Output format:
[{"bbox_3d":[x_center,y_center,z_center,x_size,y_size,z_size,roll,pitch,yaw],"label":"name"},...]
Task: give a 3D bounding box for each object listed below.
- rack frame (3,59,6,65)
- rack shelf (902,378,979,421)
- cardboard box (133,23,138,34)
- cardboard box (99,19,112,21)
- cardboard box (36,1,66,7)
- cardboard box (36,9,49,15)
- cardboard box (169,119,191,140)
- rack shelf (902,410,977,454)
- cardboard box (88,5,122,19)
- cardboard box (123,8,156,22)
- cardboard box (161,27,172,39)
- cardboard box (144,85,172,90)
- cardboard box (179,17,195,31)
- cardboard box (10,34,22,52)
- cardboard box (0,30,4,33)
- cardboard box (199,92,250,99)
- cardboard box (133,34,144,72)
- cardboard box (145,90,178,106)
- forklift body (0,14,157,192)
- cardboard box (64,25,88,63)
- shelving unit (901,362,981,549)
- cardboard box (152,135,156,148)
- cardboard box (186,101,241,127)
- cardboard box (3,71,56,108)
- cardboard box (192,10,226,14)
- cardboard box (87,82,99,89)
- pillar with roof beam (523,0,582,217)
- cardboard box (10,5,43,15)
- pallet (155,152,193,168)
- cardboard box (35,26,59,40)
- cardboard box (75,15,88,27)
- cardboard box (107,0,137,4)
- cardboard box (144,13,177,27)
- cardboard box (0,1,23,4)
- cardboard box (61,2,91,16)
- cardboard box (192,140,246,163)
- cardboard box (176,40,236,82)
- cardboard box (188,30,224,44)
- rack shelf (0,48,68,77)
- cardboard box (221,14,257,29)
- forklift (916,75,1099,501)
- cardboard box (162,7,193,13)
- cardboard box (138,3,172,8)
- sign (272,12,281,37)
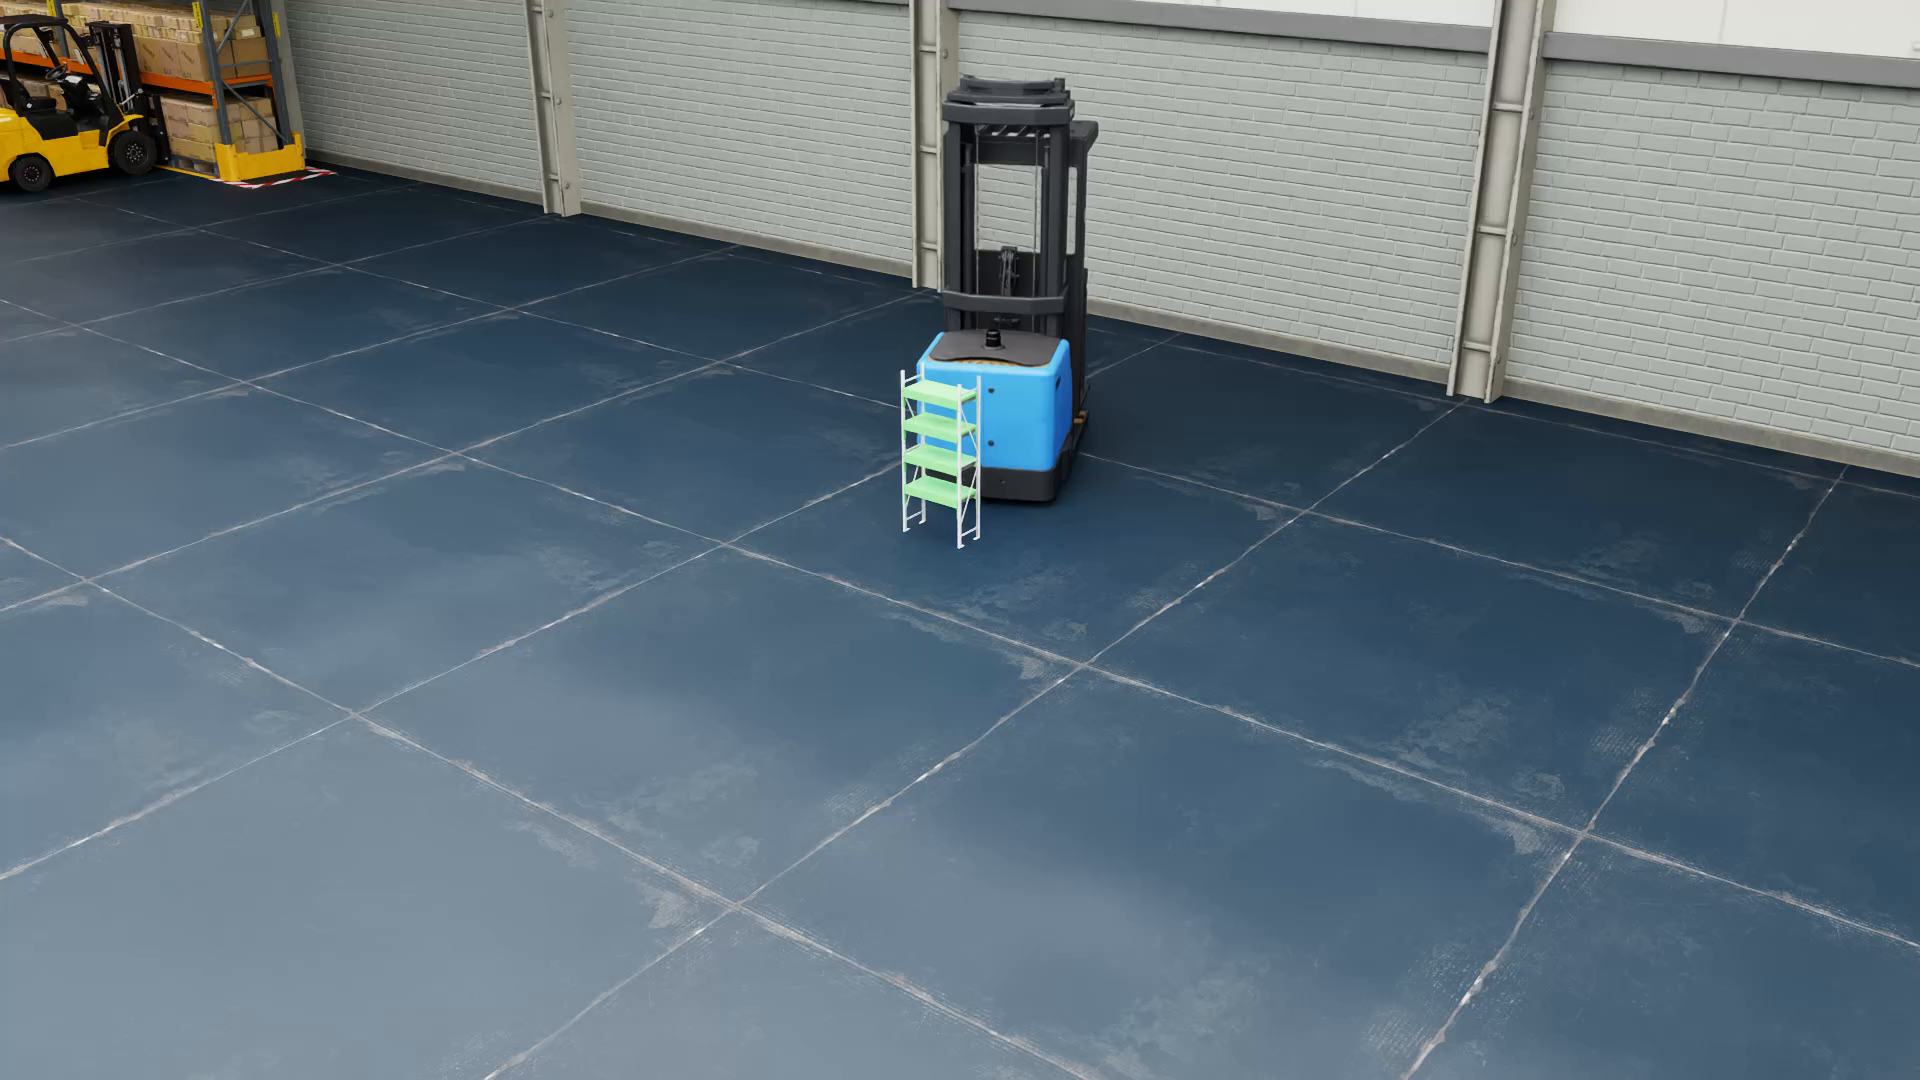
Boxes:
[{"bbox_3d":[-16.252,-8.484,27.286,0.127,3.000,1.000,17,29,33],"label":"rack frame"},{"bbox_3d":[-0.132,-0.970,11.431,0.480,0.148,0.258,17,29,33],"label":"rack shelf"},{"bbox_3d":[-11.483,-7.278,23.619,0.250,0.149,0.380,17,29,33],"label":"cardboard box"},{"bbox_3d":[-12.159,-7.434,23.974,0.250,0.149,0.380,16,29,33],"label":"cardboard box"},{"bbox_3d":[-14.193,-8.339,26.028,0.250,0.149,0.380,17,29,33],"label":"cardboard box"},{"bbox_3d":[-13.675,-7.927,25.093,0.250,0.149,0.380,16,29,33],"label":"cardboard box"},{"bbox_3d":[-10.823,-5.854,23.586,0.500,0.250,0.500,16,29,33],"label":"cardboard box"},{"bbox_3d":[-0.132,-0.750,11.528,0.480,0.148,0.258,17,29,33],"label":"rack shelf"},{"bbox_3d":[-12.357,-7.635,24.060,0.250,0.149,0.380,18,29,34],"label":"cardboard box"},{"bbox_3d":[-11.686,-7.483,23.715,0.250,0.149,0.380,17,29,33],"label":"cardboard box"},{"bbox_3d":[-10.881,-7.084,23.180,0.250,0.149,0.380,17,29,33],"label":"cardboard box"},{"bbox_3d":[-11.731,-6.608,24.676,0.500,0.250,0.500,17,29,34],"label":"cardboard box"},{"bbox_3d":[-10.480,-7.097,22.839,0.250,0.149,0.380,17,29,33],"label":"cardboard box"},{"bbox_3d":[-14.396,-7.736,25.773,0.500,0.250,0.500,17,29,34],"label":"cardboard box"},{"bbox_3d":[-14.812,-8.089,25.955,0.500,0.250,0.500,17,29,34],"label":"cardboard box"},{"bbox_3d":[-10.524,-6.238,23.837,0.500,0.250,0.500,17,29,33],"label":"cardboard box"},{"bbox_3d":[-11.631,-7.000,23.793,0.500,0.500,0.500,17,29,34],"label":"cardboard box"},{"bbox_3d":[-11.629,-6.317,24.017,0.500,0.250,0.500,16,28,32],"label":"cardboard box"},{"bbox_3d":[-12.462,-6.031,22.771,1.214,2.155,2.313,17,29,33],"label":"forklift body"},{"bbox_3d":[-12.853,-7.371,24.636,0.500,0.500,0.500,16,28,32],"label":"cardboard box"},{"bbox_3d":[-0.132,-0.589,11.599,0.503,1.200,0.258,17,29,33],"label":"shelving unit"},{"bbox_3d":[-11.632,-5.861,24.221,0.500,0.250,0.500,18,29,35],"label":"cardboard box"},{"bbox_3d":[-10.406,-5.952,23.188,0.500,0.250,0.500,18,29,35],"label":"cardboard box"},{"bbox_3d":[-14.695,-7.116,26.606,0.625,0.625,0.875,15,28,31],"label":"cardboard box"},{"bbox_3d":[-10.589,-7.377,23.475,0.250,0.149,0.380,17,29,34],"label":"cardboard box"},{"bbox_3d":[-12.853,-6.690,24.864,0.500,0.250,0.500,16,29,33],"label":"cardboard box"},{"bbox_3d":[-7.648,-6.914,16.283,0.400,9.000,9.100,17,29,33],"label":"pillar with roof beam"},{"bbox_3d":[-14.302,-8.108,25.503,0.250,0.149,0.380,16,28,32],"label":"cardboard box"},{"bbox_3d":[-11.460,-5.740,24.517,1.213,0.211,1.003,17,29,33],"label":"pallet"},{"bbox_3d":[-13.598,-7.714,25.102,0.500,0.250,0.500,16,28,32],"label":"cardboard box"},{"bbox_3d":[-12.746,-7.636,24.431,0.250,0.149,0.380,18,29,34],"label":"cardboard box"},{"bbox_3d":[-12.439,-7.942,24.758,0.250,0.149,0.380,16,28,32],"label":"cardboard box"},{"bbox_3d":[-11.135,-7.263,23.216,0.250,0.149,0.380,18,29,35],"label":"cardboard box"},{"bbox_3d":[-14.869,-8.314,25.972,0.250,0.149,0.380,17,29,33],"label":"cardboard box"},{"bbox_3d":[-12.974,-7.823,24.488,0.250,0.149,0.380,18,29,34],"label":"cardboard box"},{"bbox_3d":[-10.416,-5.495,23.392,0.500,0.250,0.500,17,29,34],"label":"cardboard box"},{"bbox_3d":[-10.402,-6.630,22.953,0.500,0.500,0.500,16,28,32],"label":"cardboard box"},{"bbox_3d":[-10.296,-6.886,22.730,0.250,0.149,0.380,17,29,34],"label":"cardboard box"},{"bbox_3d":[-14.652,-7.672,26.333,4.000,0.370,1.077,17,29,33],"label":"rack shelf"},{"bbox_3d":[-9.991,-7.179,23.025,0.250,0.149,0.380,16,28,32],"label":"cardboard box"},{"bbox_3d":[0.464,-2.190,13.085,1.130,2.935,3.031,5,24,10],"label":"forklift"},{"bbox_3d":[-11.212,-7.562,23.895,0.250,0.149,0.380,17,29,34],"label":"cardboard box"},{"bbox_3d":[-11.786,-7.773,24.374,0.250,0.149,0.380,16,29,32],"label":"cardboard box"},{"bbox_3d":[-9.513,-7.160,23.108,0.005,0.325,0.100,17,29,33],"label":"sign"}]
